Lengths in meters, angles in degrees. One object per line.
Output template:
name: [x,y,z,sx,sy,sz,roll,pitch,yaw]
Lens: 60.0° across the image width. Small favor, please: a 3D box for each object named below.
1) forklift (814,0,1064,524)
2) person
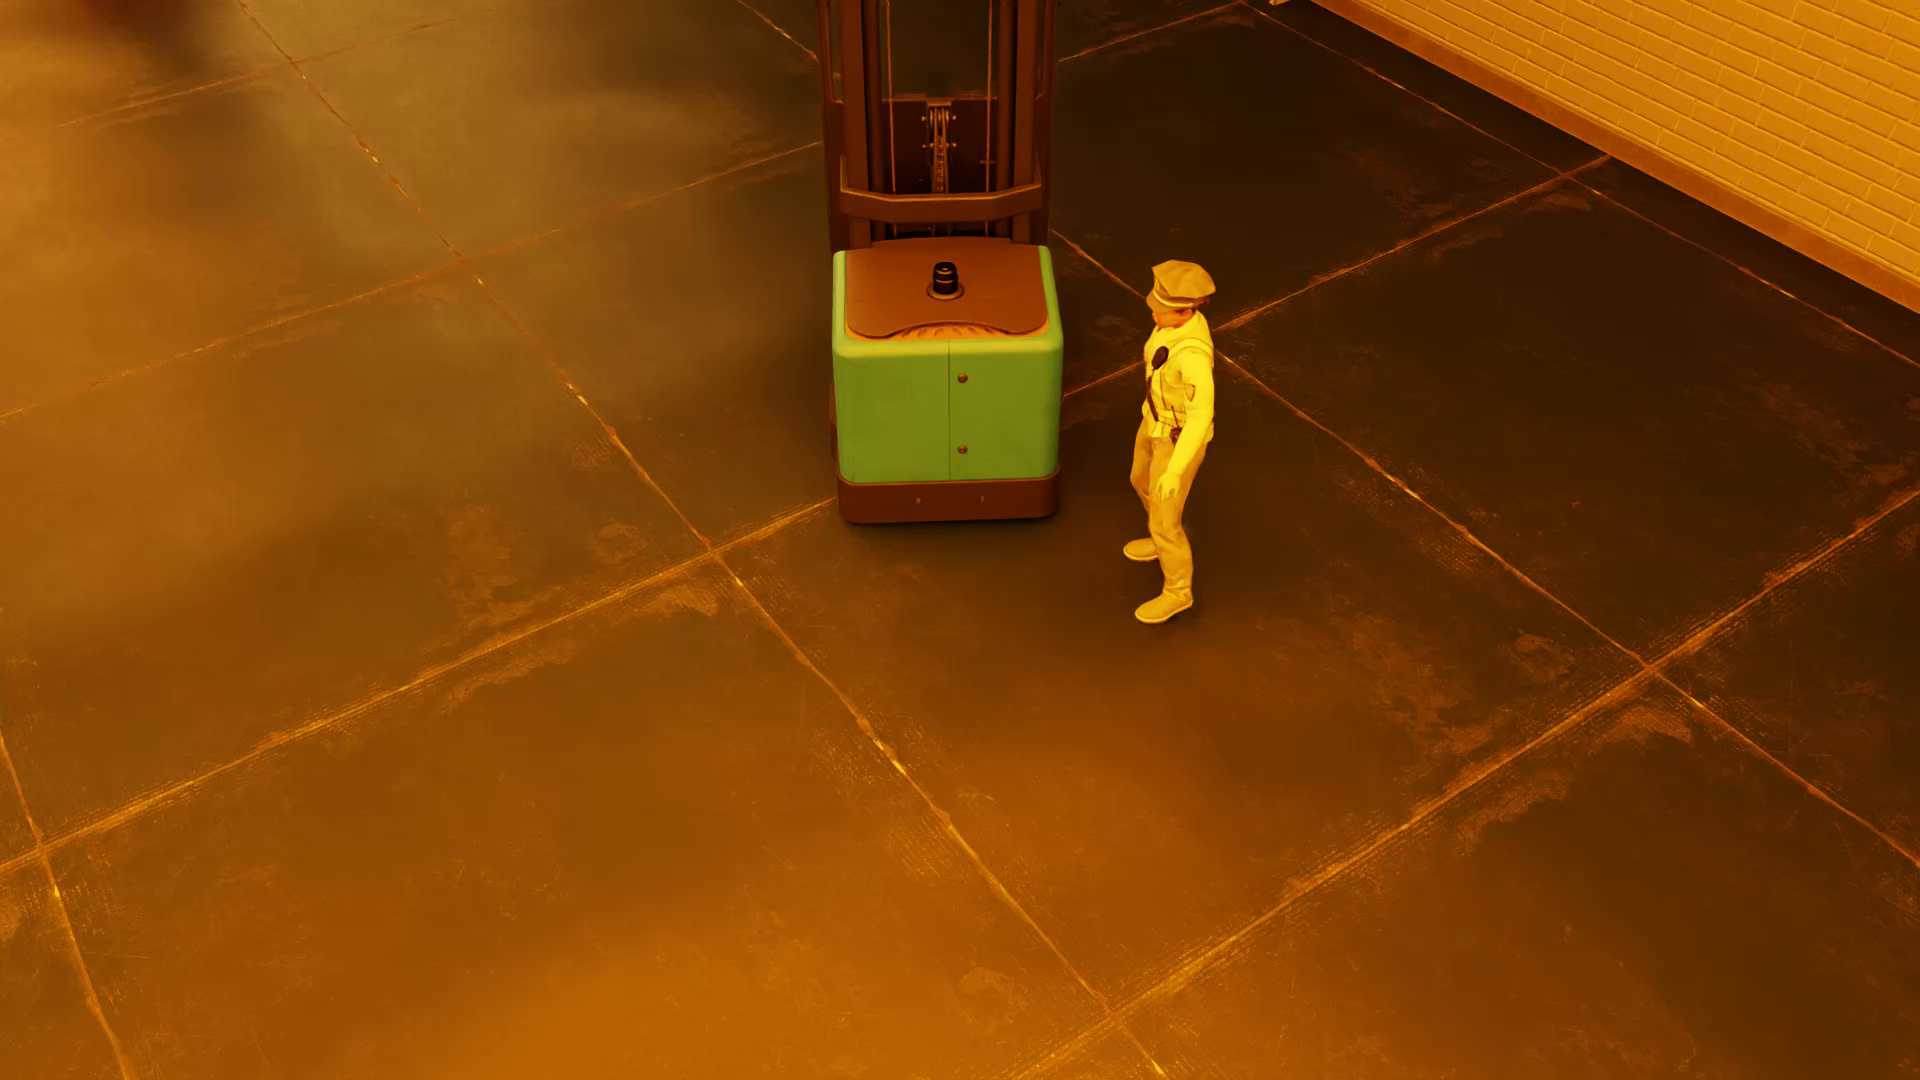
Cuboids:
forklift: [-0.119,-2.141,8.038,1.130,2.935,3.031,-2,43,-2]
person: [0.916,-0.461,7.169,0.332,1.644,0.699,-4,43,-4]
